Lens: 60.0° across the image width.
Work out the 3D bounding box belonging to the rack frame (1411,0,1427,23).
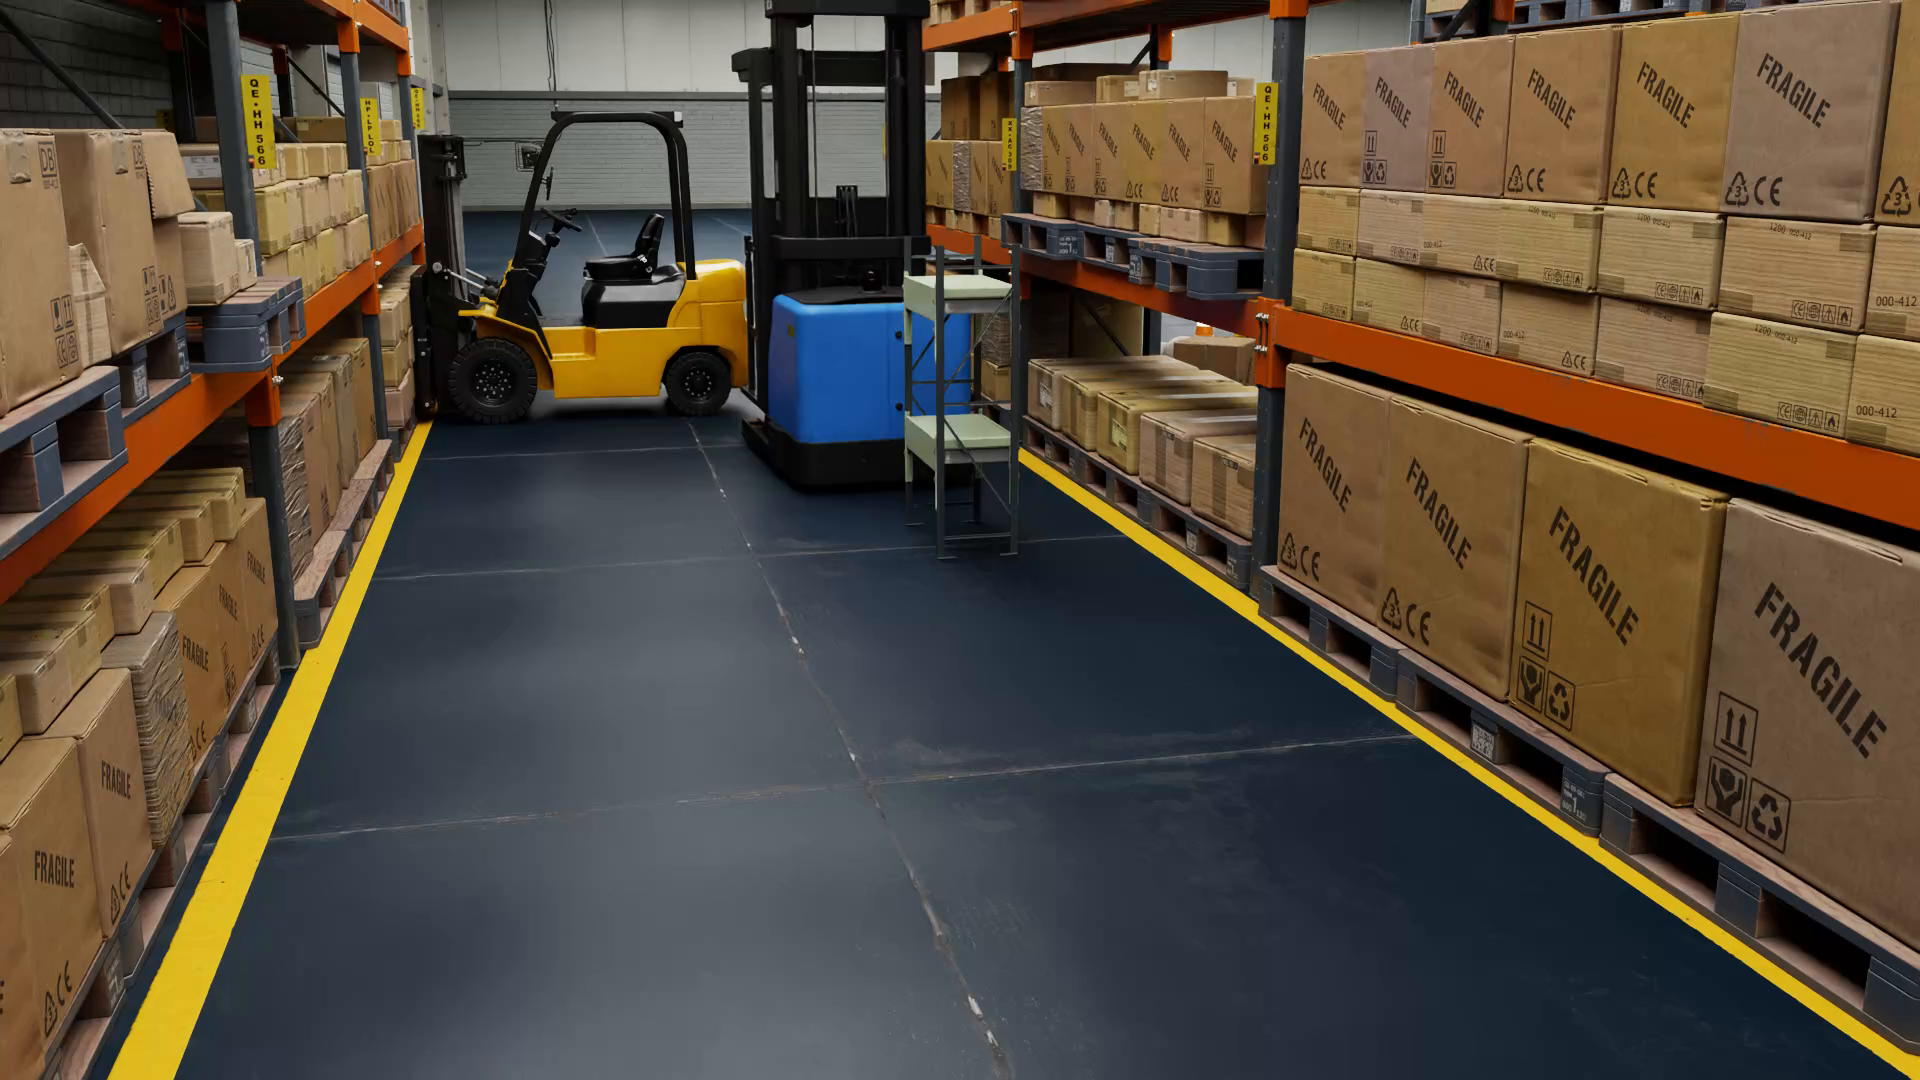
[{"bbox_3d":[4.693,-6.276,15.156,1.000,3.000,0.127,-3,14,-13],"label":"rack frame"}]

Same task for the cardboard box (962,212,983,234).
[{"bbox_3d":[0.231,-2.309,12.089,0.380,0.149,0.250,-3,14,-14],"label":"cardboard box"}]

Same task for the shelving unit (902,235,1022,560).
[{"bbox_3d":[-0.002,-0.730,8.255,0.431,1.500,0.755,-3,14,-13],"label":"shelving unit"}]

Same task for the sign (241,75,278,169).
[{"bbox_3d":[-2.514,-1.496,5.958,0.100,0.325,0.005,-3,14,-13],"label":"sign"}]

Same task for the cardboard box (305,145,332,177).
[{"bbox_3d":[-3.216,-1.810,7.937,0.380,0.149,0.250,-4,14,-15],"label":"cardboard box"}]

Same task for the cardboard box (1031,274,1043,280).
[{"bbox_3d":[0.712,-1.766,12.665,0.500,0.500,0.500,-3,14,-10],"label":"cardboard box"}]

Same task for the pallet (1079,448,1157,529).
[{"bbox_3d":[1.319,-0.324,9.308,1.003,0.211,1.213,-3,14,-13],"label":"pallet"}]

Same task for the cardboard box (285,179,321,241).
[{"bbox_3d":[-3.128,-1.463,7.358,0.500,0.250,0.500,-4,14,-15],"label":"cardboard box"}]

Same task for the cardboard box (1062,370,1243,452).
[{"bbox_3d":[1.143,-0.781,9.955,0.950,0.372,0.625,-2,14,-10],"label":"cardboard box"}]

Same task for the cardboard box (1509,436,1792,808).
[{"bbox_3d":[2.281,0.187,4.933,0.875,0.875,0.875,-3,14,-12],"label":"cardboard box"}]

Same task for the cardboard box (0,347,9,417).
[{"bbox_3d":[-1.996,-0.394,2.622,0.700,0.500,0.500,-3,14,-12],"label":"cardboard box"}]

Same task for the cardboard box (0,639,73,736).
[{"bbox_3d":[-2.237,0.340,3.729,0.380,0.149,0.250,-3,14,-13],"label":"cardboard box"}]

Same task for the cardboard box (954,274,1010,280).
[{"bbox_3d":[0.203,-1.729,12.512,0.500,0.500,0.500,-3,14,-10],"label":"cardboard box"}]

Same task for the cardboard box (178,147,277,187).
[{"bbox_3d":[-2.892,-1.455,6.484,0.380,0.149,0.250,-3,14,-12],"label":"cardboard box"}]

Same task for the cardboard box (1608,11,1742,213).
[{"bbox_3d":[2.146,-1.155,4.516,0.500,0.500,0.500,-3,14,-11],"label":"cardboard box"}]

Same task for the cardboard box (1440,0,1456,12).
[{"bbox_3d":[4.523,-4.794,14.843,0.380,0.149,0.250,-3,14,-13],"label":"cardboard box"}]

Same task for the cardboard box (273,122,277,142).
[{"bbox_3d":[-4.366,-2.488,10.085,0.380,0.149,0.250,-4,14,-15],"label":"cardboard box"}]

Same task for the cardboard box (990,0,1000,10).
[{"bbox_3d":[0.417,-3.652,11.263,0.380,0.149,0.250,-3,14,-13],"label":"cardboard box"}]

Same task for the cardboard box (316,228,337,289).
[{"bbox_3d":[-3.267,-1.337,7.897,0.500,0.250,0.500,-3,14,-11],"label":"cardboard box"}]

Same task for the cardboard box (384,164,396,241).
[{"bbox_3d":[-4.088,-2.264,11.163,0.500,0.500,0.500,-3,14,-14],"label":"cardboard box"}]

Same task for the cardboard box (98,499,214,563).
[{"bbox_3d":[-2.564,-0.020,5.205,0.380,0.149,0.250,-4,14,-15],"label":"cardboard box"}]

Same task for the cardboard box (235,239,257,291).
[{"bbox_3d":[-2.512,-0.892,5.400,0.380,0.149,0.250,-3,14,-12],"label":"cardboard box"}]

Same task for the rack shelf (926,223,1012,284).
[{"bbox_3d":[0.375,-2.252,12.840,1.077,0.370,4.000,-3,14,-13],"label":"rack shelf"}]

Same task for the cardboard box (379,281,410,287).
[{"bbox_3d":[-4.142,-1.700,11.866,0.500,0.250,0.500,-4,14,-14],"label":"cardboard box"}]

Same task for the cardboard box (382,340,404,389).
[{"bbox_3d":[-3.793,-1.102,10.475,0.500,0.250,0.500,-3,14,-13],"label":"cardboard box"}]

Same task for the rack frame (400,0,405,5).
[{"bbox_3d":[-4.918,-5.700,12.795,1.000,3.000,0.127,-3,14,-13],"label":"rack frame"}]

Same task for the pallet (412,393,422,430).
[{"bbox_3d":[-4.415,-0.976,11.976,1.003,0.211,1.213,-3,14,-13],"label":"pallet"}]

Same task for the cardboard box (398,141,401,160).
[{"bbox_3d":[-4.474,-2.964,12.661,0.380,0.149,0.250,-3,14,-12],"label":"cardboard box"}]

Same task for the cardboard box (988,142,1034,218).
[{"bbox_3d":[0.499,-2.422,11.182,0.500,0.500,0.500,-4,14,-15],"label":"cardboard box"}]

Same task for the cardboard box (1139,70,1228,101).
[{"bbox_3d":[1.126,-2.291,8.396,0.380,0.149,0.250,-4,14,-16],"label":"cardboard box"}]

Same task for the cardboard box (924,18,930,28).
[{"bbox_3d":[-0.073,-4.129,13.216,0.380,0.149,0.250,-3,14,-14],"label":"cardboard box"}]

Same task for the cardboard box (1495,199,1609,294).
[{"bbox_3d":[1.995,-0.904,5.069,0.500,0.250,0.500,-3,14,-12],"label":"cardboard box"}]

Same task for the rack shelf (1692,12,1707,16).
[{"bbox_3d":[6.103,-3.086,9.932,1.077,0.370,4.000,-3,14,-13],"label":"rack shelf"}]

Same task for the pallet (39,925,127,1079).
[{"bbox_3d":[-2.328,1.152,3.267,1.003,0.211,1.213,-3,14,-13],"label":"pallet"}]

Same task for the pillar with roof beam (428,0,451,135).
[{"bbox_3d":[-8.492,-12.649,41.242,9.100,9.000,0.400,-3,14,-13],"label":"pillar with roof beam"}]

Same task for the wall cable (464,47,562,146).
[{"bbox_3d":[-12.083,-11.654,43.712,3.097,2.526,0.112,-3,14,-13],"label":"wall cable"}]

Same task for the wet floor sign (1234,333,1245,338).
[{"bbox_3d":[2.762,-2.115,15.723,0.267,0.644,0.232,-6,15,-23],"label":"wet floor sign"}]

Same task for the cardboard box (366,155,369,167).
[{"bbox_3d":[-3.860,-2.374,10.247,0.380,0.149,0.250,-3,14,-12],"label":"cardboard box"}]

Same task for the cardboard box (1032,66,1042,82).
[{"bbox_3d":[0.854,-3.051,11.653,0.700,0.500,0.500,-3,14,-13],"label":"cardboard box"}]

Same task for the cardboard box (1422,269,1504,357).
[{"bbox_3d":[1.910,-0.779,5.610,0.500,0.250,0.500,-3,14,-11],"label":"cardboard box"}]

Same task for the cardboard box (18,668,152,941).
[{"bbox_3d":[-2.243,0.632,3.904,0.500,0.500,0.500,-4,14,-15],"label":"cardboard box"}]

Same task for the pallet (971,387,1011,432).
[{"bbox_3d":[0.653,-0.938,11.823,1.003,0.211,1.213,-3,14,-13],"label":"pallet"}]

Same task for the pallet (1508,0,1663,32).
[{"bbox_3d":[5.168,-4.324,13.670,1.003,0.211,1.213,-3,14,-13],"label":"pallet"}]

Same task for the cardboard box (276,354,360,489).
[{"bbox_3d":[-3.671,-0.614,8.738,0.875,0.625,0.625,-3,14,-14],"label":"cardboard box"}]

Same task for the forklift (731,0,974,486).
[{"bbox_3d":[-0.819,-2.037,10.589,1.130,2.935,3.031,-4,14,-16],"label":"forklift"}]

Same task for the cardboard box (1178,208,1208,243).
[{"bbox_3d":[1.243,-1.475,7.789,0.380,0.149,0.250,-3,14,-14],"label":"cardboard box"}]

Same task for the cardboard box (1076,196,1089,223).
[{"bbox_3d":[0.878,-1.896,9.512,0.380,0.149,0.250,-3,14,-12],"label":"cardboard box"}]

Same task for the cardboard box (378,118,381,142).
[{"bbox_3d":[-3.944,-2.639,10.706,0.380,0.149,0.250,-3,14,-12],"label":"cardboard box"}]

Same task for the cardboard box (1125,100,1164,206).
[{"bbox_3d":[1.156,-1.939,8.320,0.500,0.500,0.500,-4,14,-17],"label":"cardboard box"}]
